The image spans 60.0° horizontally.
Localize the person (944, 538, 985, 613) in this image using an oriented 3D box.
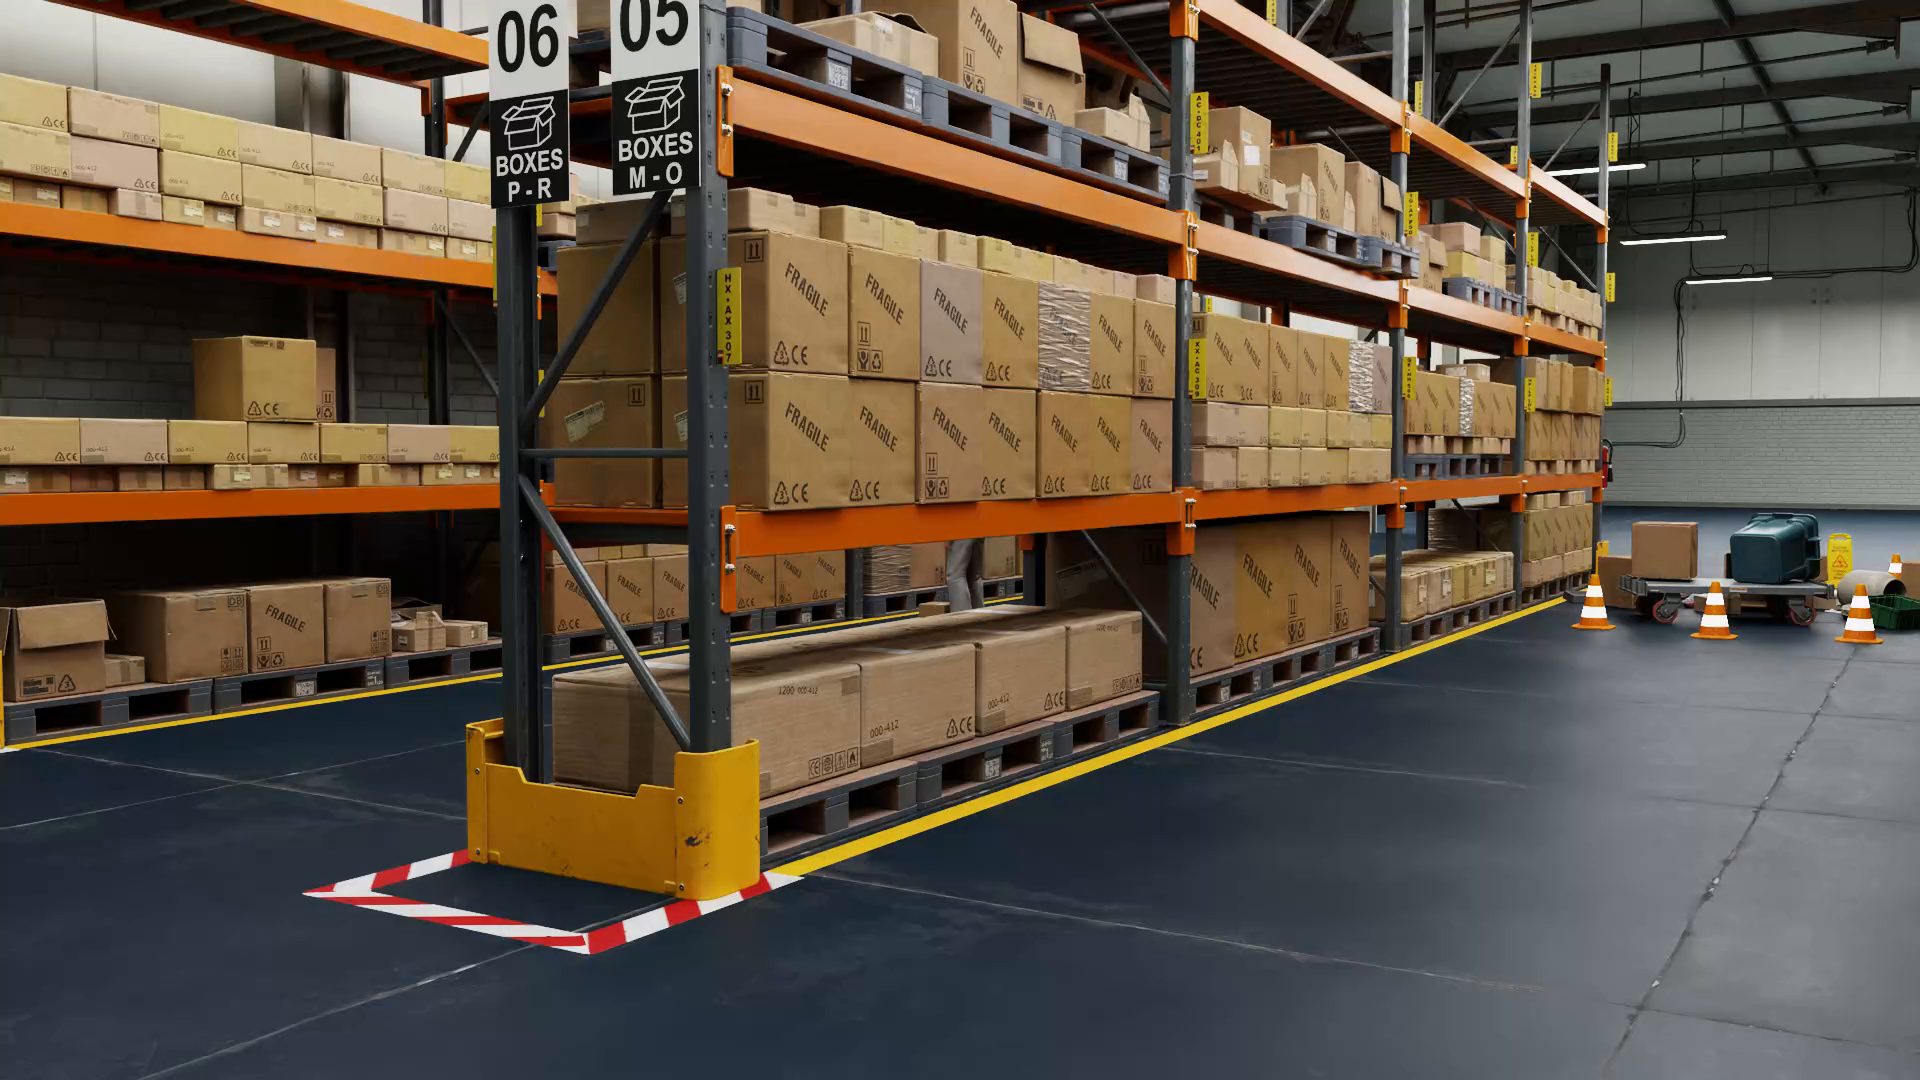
[{"bbox_3d":[0.036,-0.043,13.916,0.351,1.673,0.505,2,3,29],"label":"person"}]
